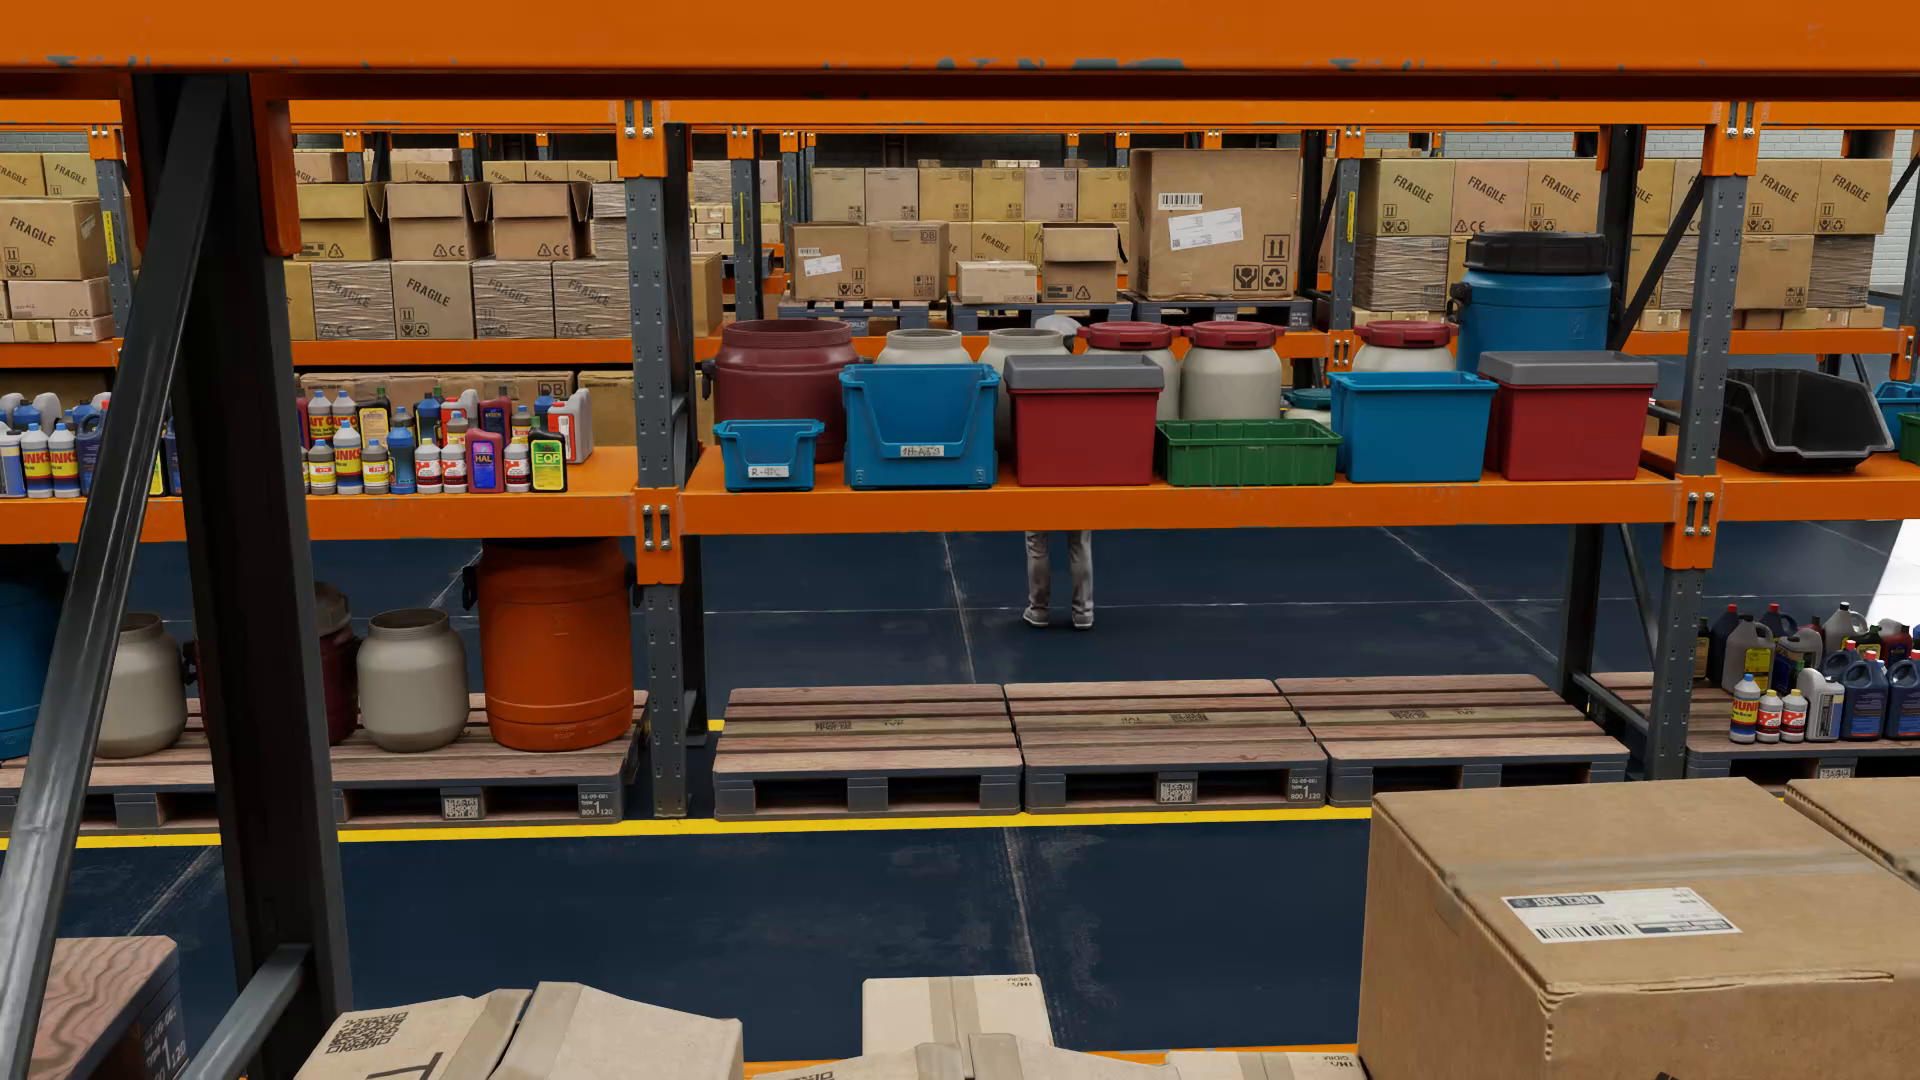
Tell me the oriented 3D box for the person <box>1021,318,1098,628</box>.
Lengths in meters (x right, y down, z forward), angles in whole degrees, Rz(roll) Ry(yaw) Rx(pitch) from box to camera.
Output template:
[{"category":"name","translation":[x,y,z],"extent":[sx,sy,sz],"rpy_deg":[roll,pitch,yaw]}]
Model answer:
[{"category":"person","translation":[0.501,-0.343,8.903],"extent":[0.536,1.662,0.414],"rpy_deg":[-2,14,-7]}]
